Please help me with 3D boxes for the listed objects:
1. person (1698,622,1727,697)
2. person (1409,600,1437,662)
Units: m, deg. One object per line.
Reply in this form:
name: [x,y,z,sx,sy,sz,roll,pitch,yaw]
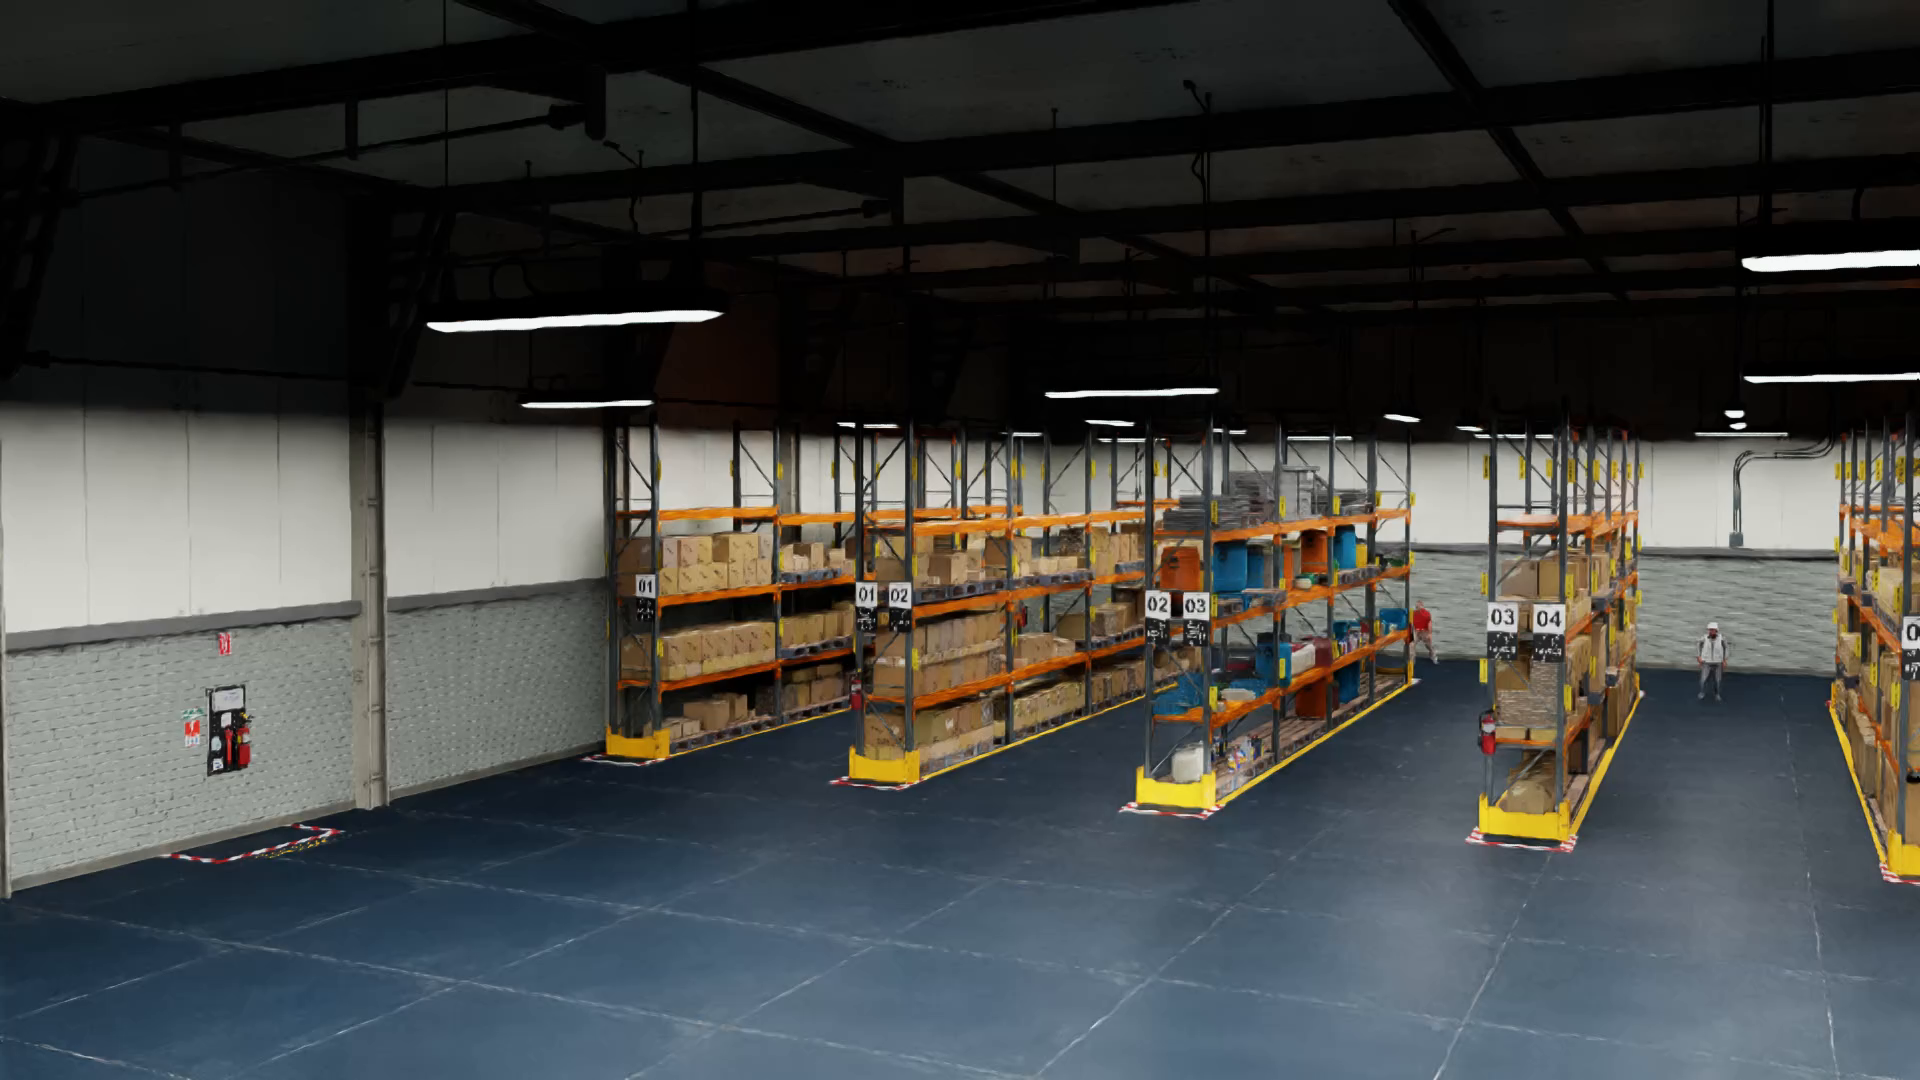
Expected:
person: [16.353,2.597,36.150,0.624,1.664,0.574,1,3,23]
person: [11.925,2.342,42.725,0.788,1.605,0.581,-2,3,-44]
